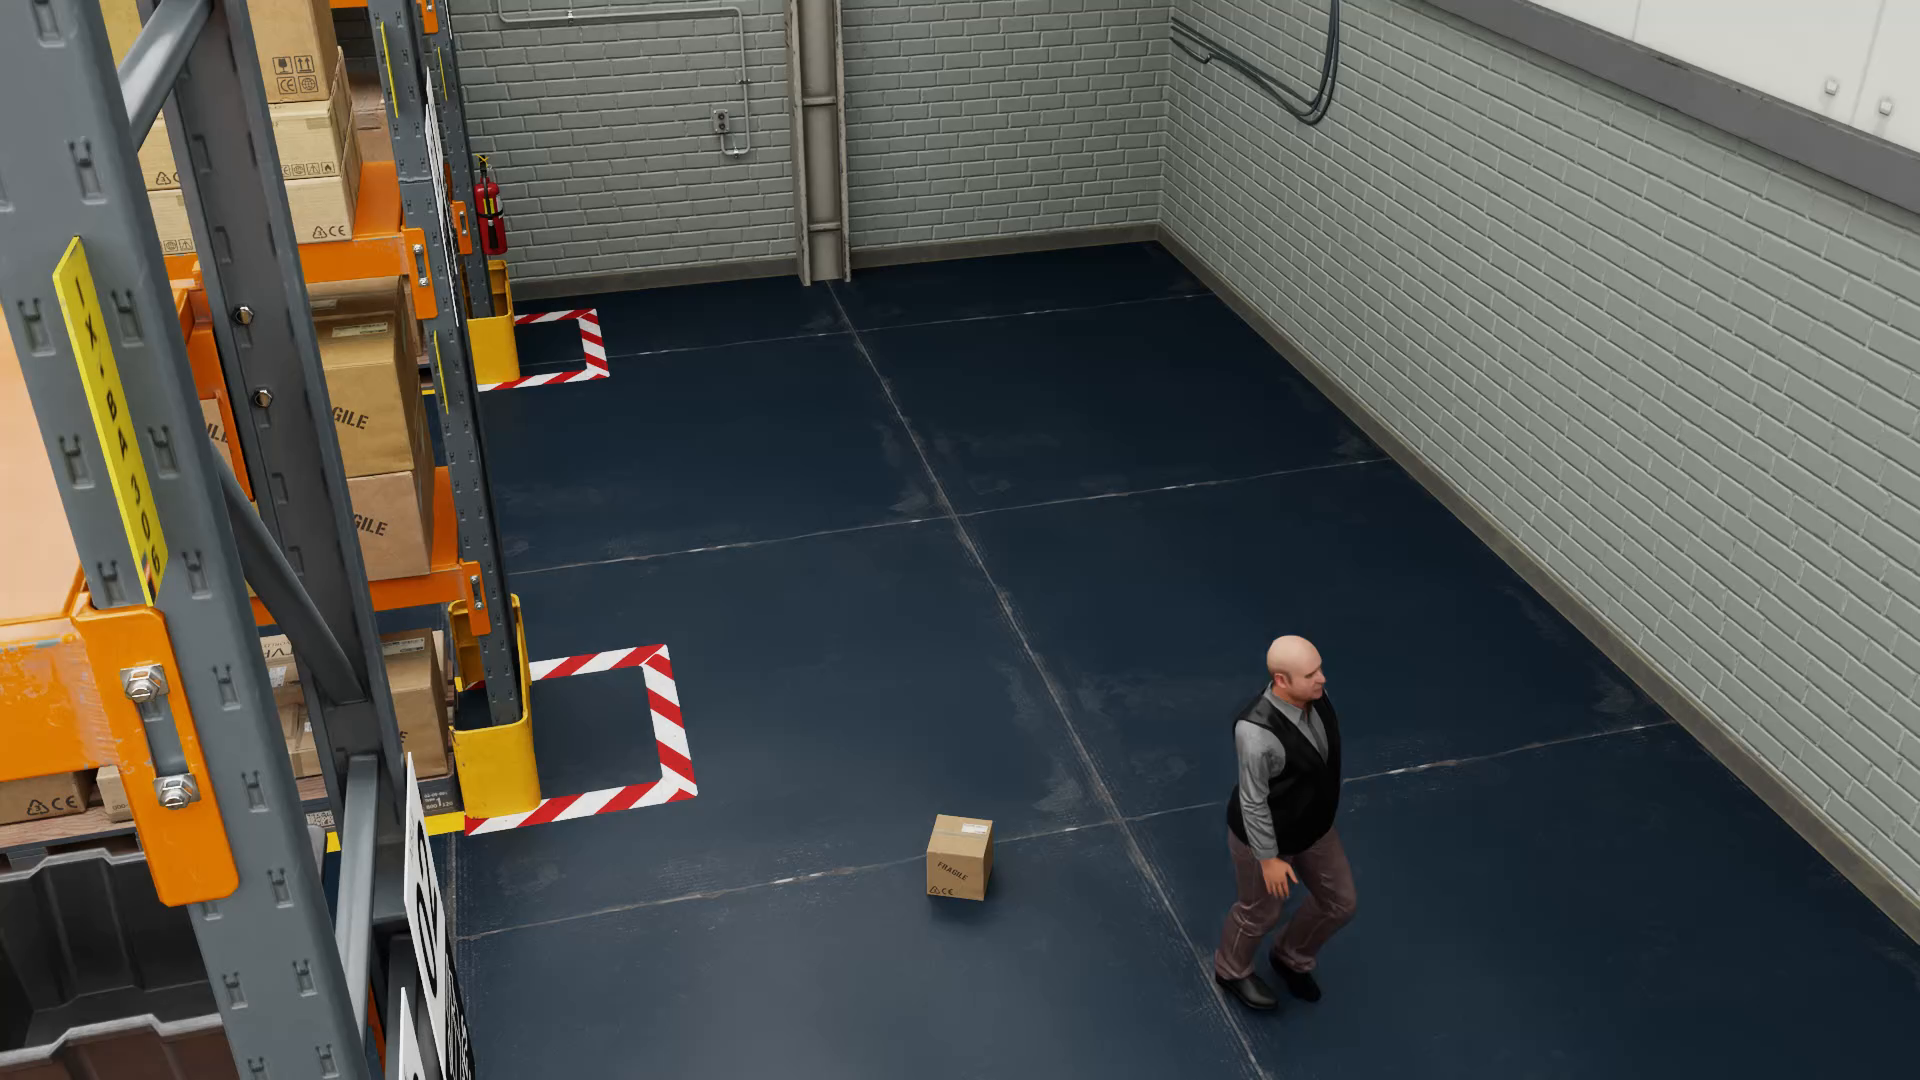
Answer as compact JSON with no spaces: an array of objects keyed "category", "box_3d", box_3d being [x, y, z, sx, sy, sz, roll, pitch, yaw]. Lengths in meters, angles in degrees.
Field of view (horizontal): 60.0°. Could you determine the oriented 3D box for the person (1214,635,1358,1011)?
[{"category":"person","box_3d":[1.236,1.144,6.318,0.498,1.782,0.539,26,39,37]}]
